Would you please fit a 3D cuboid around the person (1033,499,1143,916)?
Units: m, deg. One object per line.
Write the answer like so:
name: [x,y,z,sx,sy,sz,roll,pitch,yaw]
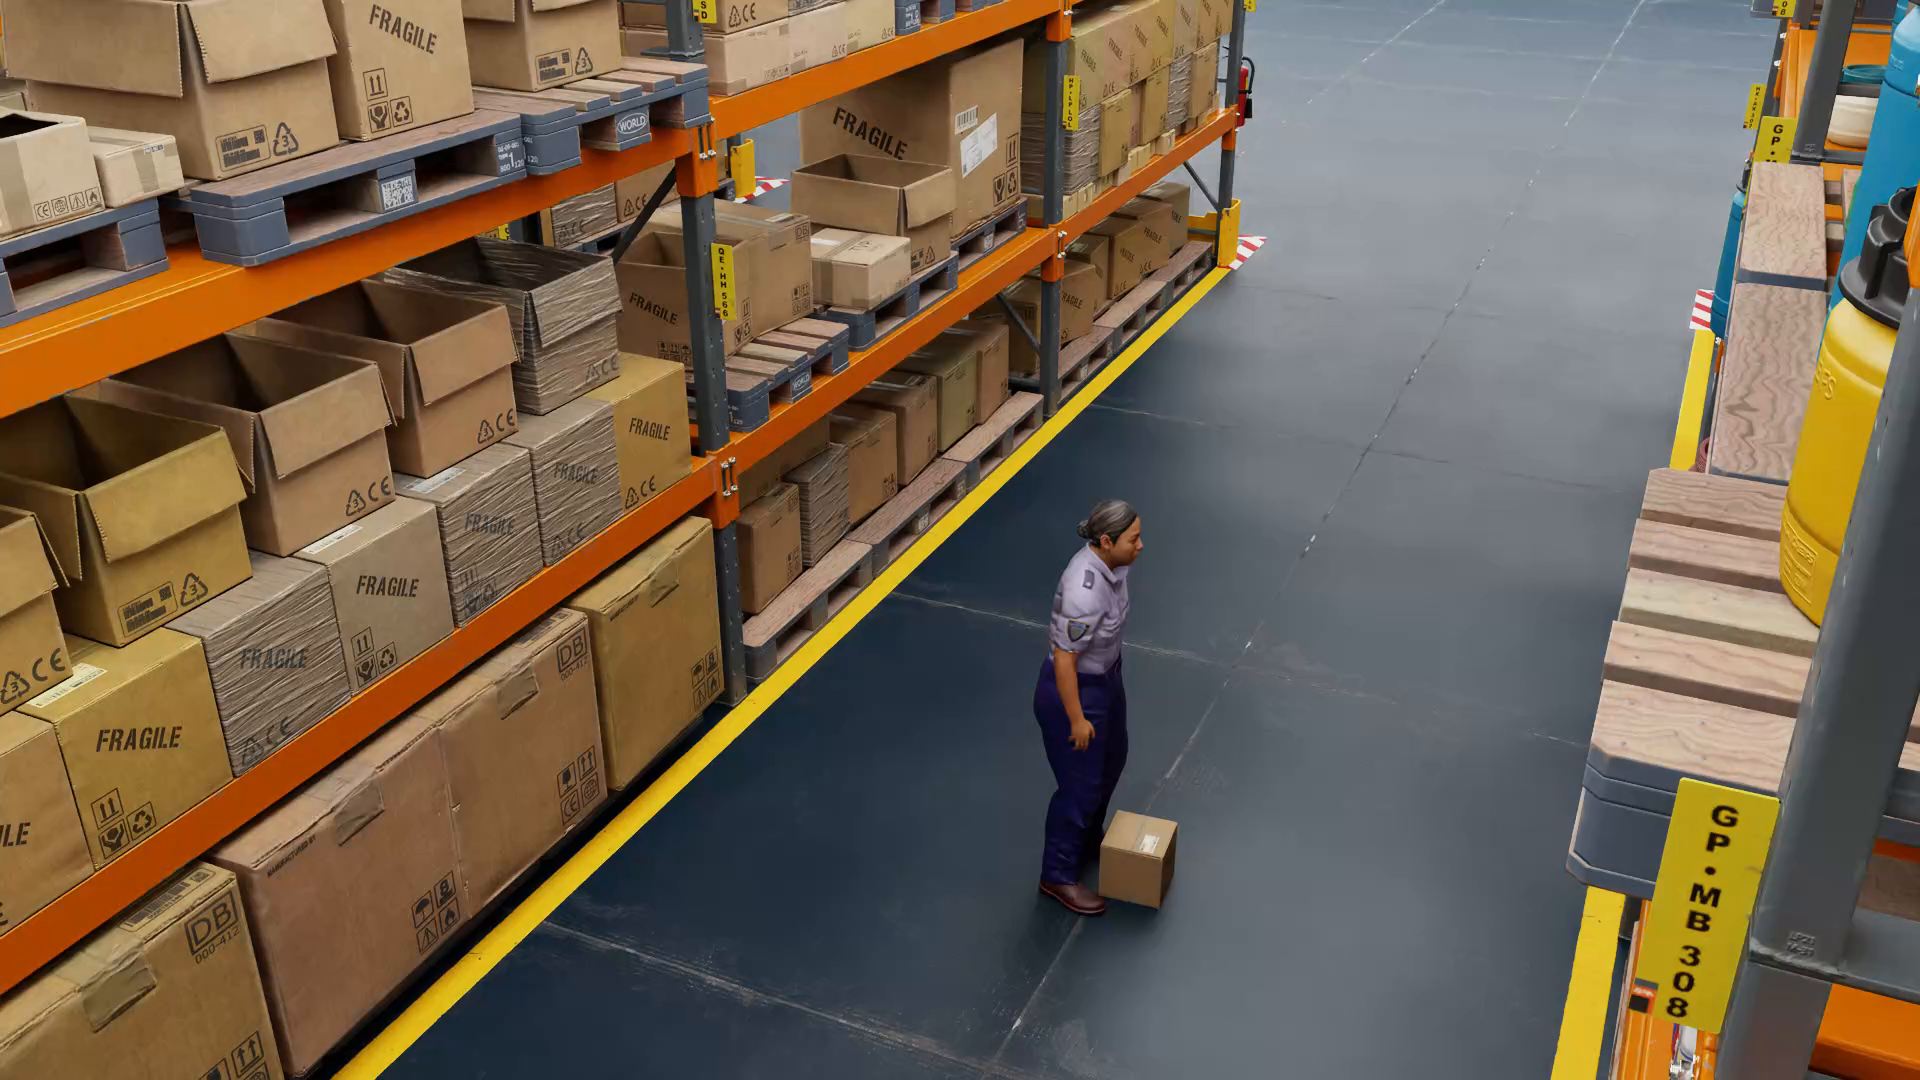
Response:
person: [0.493,0.602,6.405,0.377,1.651,0.561,10,28,19]
